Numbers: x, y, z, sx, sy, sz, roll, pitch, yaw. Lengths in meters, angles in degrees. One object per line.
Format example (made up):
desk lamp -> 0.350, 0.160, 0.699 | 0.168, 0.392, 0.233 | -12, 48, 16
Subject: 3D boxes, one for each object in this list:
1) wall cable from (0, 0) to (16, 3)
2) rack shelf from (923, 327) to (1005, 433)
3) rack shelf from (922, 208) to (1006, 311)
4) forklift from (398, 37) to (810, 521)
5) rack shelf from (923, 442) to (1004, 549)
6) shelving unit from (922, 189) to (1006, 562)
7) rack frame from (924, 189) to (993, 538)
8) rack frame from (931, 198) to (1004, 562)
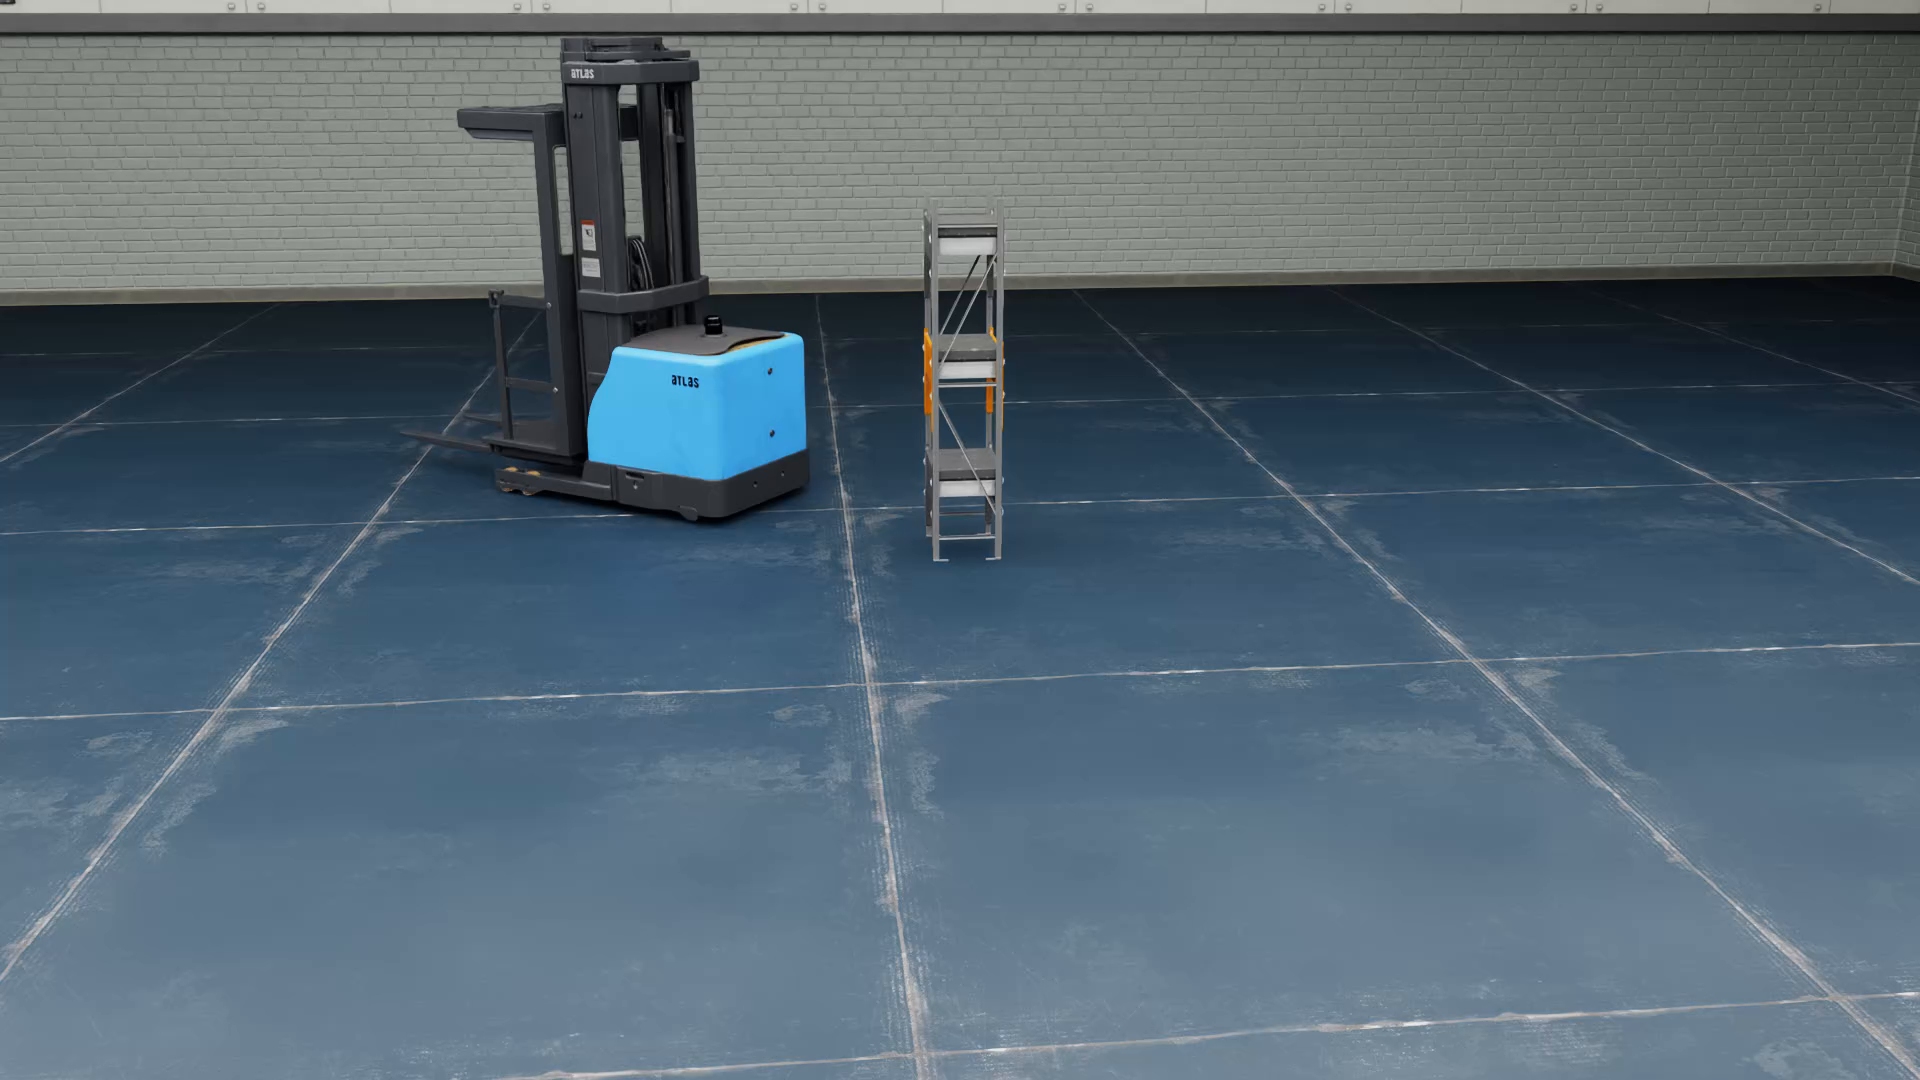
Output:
wall cable -> -9.132, -8.546, 16.697 | 2.305, 6.003, 0.169 | -2, 18, -6
rack shelf -> 0.017, -0.939, 9.710 | 0.431, 0.518, 0.480 | -2, 18, -6
rack shelf -> 0.017, -1.607, 9.500 | 0.431, 0.518, 0.480 | -2, 18, -6
forklift -> -2.544, -1.819, 11.077 | 3.031, 2.935, 1.130 | 10, 20, 28
rack shelf -> 0.017, -0.272, 9.919 | 0.431, 0.518, 0.480 | -2, 18, -6
shelving unit -> 0.017, -0.952, 9.705 | 0.431, 2.100, 0.503 | -2, 18, -6
rack frame -> -0.008, -1.025, 9.937 | 0.400, 2.100, 0.015 | -2, 18, -6
rack frame -> 0.042, -0.880, 9.474 | 0.400, 2.100, 0.015 | -2, 18, -6
